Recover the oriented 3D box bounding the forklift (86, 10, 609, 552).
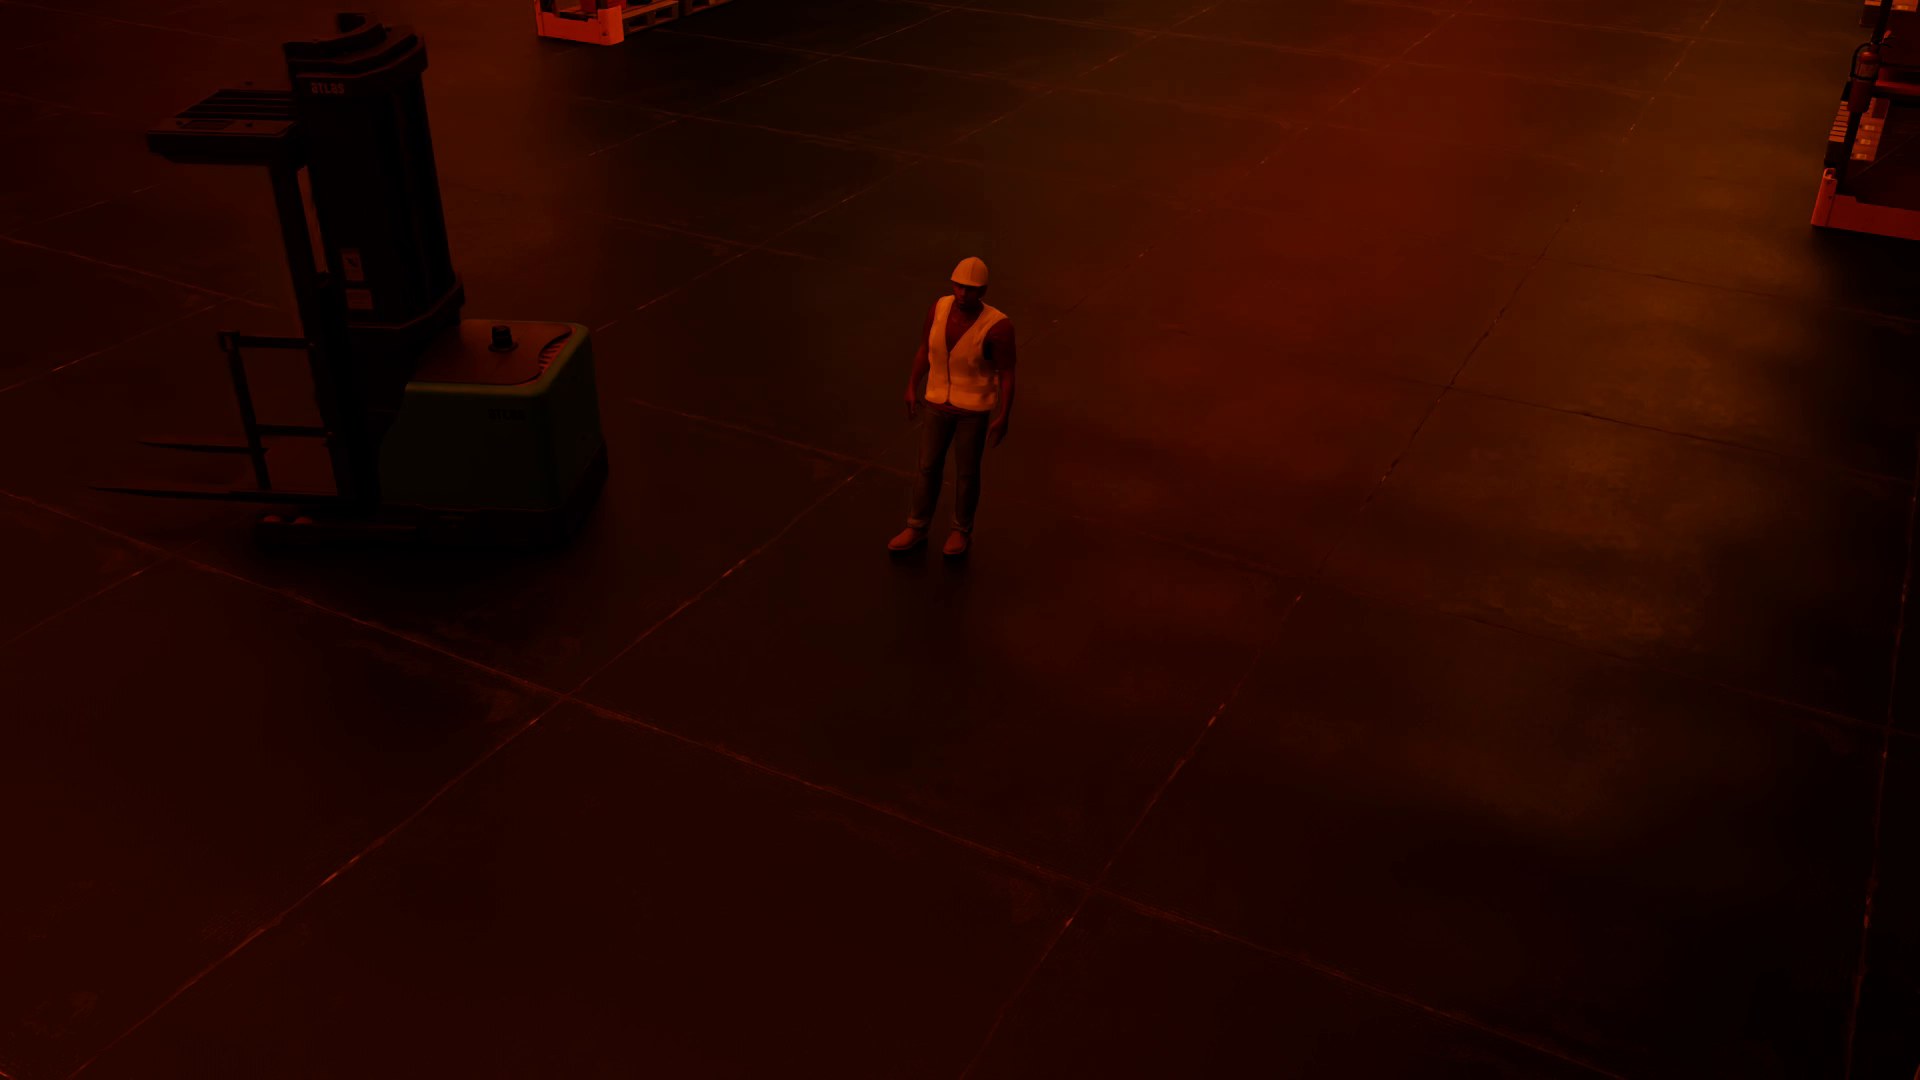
[{"bbox_3d":[-3.789,-1.498,9.667,3.031,2.935,1.130,3,30,5],"label":"forklift"}]

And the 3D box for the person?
[{"bbox_3d":[-0.042,-0.743,9.508,0.658,1.768,0.575,15,33,25],"label":"person"}]
